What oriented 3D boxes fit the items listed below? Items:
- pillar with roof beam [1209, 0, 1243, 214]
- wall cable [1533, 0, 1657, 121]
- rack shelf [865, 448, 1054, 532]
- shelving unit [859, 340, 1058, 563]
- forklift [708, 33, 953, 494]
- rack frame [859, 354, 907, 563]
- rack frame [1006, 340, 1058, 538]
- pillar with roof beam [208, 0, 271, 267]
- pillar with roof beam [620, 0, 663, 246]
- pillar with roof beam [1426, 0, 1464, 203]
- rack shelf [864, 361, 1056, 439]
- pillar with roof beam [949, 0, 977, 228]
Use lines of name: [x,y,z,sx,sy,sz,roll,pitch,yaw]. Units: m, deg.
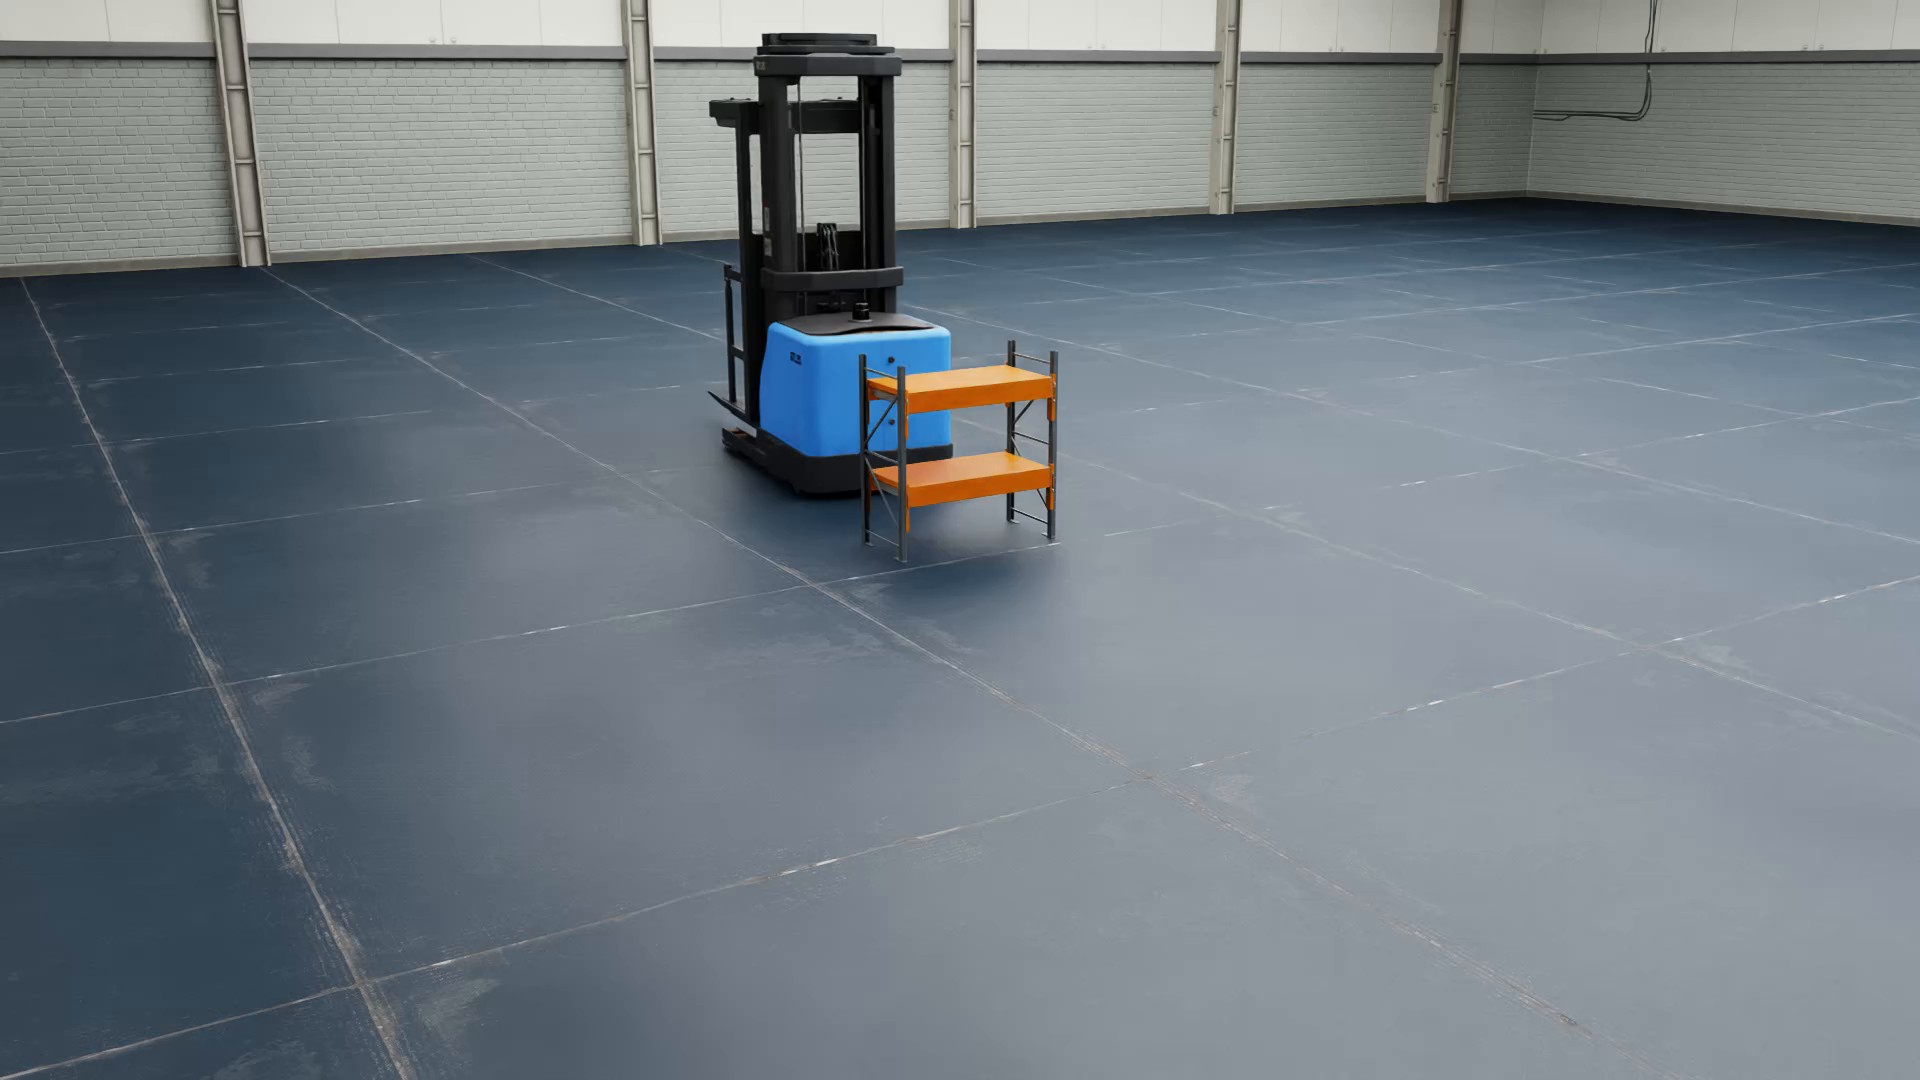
pillar with roof beam: [7.410,-9.831,28.310,0.400,9.000,9.100,-9,18,-30]
wall cable: [13.542,-10.270,35.627,0.112,2.526,3.097,-9,18,-30]
rack shelf: [-0.006,-0.305,9.821,1.000,0.278,0.538,-9,18,-30]
shelving unit: [-0.006,-0.541,9.755,1.048,1.125,0.538,-9,18,-30]
forklift: [-1.103,-2.063,11.840,1.130,2.935,3.031,-7,17,-23]
rack frame: [-0.442,-0.470,9.503,0.032,1.125,0.500,-9,18,-30]
rack frame: [0.430,-0.611,10.007,0.032,1.125,0.500,-9,18,-30]
pillar with roof beam: [-8.020,-7.329,19.384,0.400,9.000,9.100,-9,18,-30]
pillar with roof beam: [-2.877,-8.163,22.359,0.400,9.000,9.100,-9,18,-30]
pillar with roof beam: [12.553,-10.665,31.285,0.400,9.000,9.100,-9,18,-30]
rack shelf: [-0.006,-0.823,9.676,1.000,0.278,0.538,-9,18,-30]
pillar with roof beam: [2.267,-8.997,25.334,0.400,9.000,9.100,-9,18,-30]
